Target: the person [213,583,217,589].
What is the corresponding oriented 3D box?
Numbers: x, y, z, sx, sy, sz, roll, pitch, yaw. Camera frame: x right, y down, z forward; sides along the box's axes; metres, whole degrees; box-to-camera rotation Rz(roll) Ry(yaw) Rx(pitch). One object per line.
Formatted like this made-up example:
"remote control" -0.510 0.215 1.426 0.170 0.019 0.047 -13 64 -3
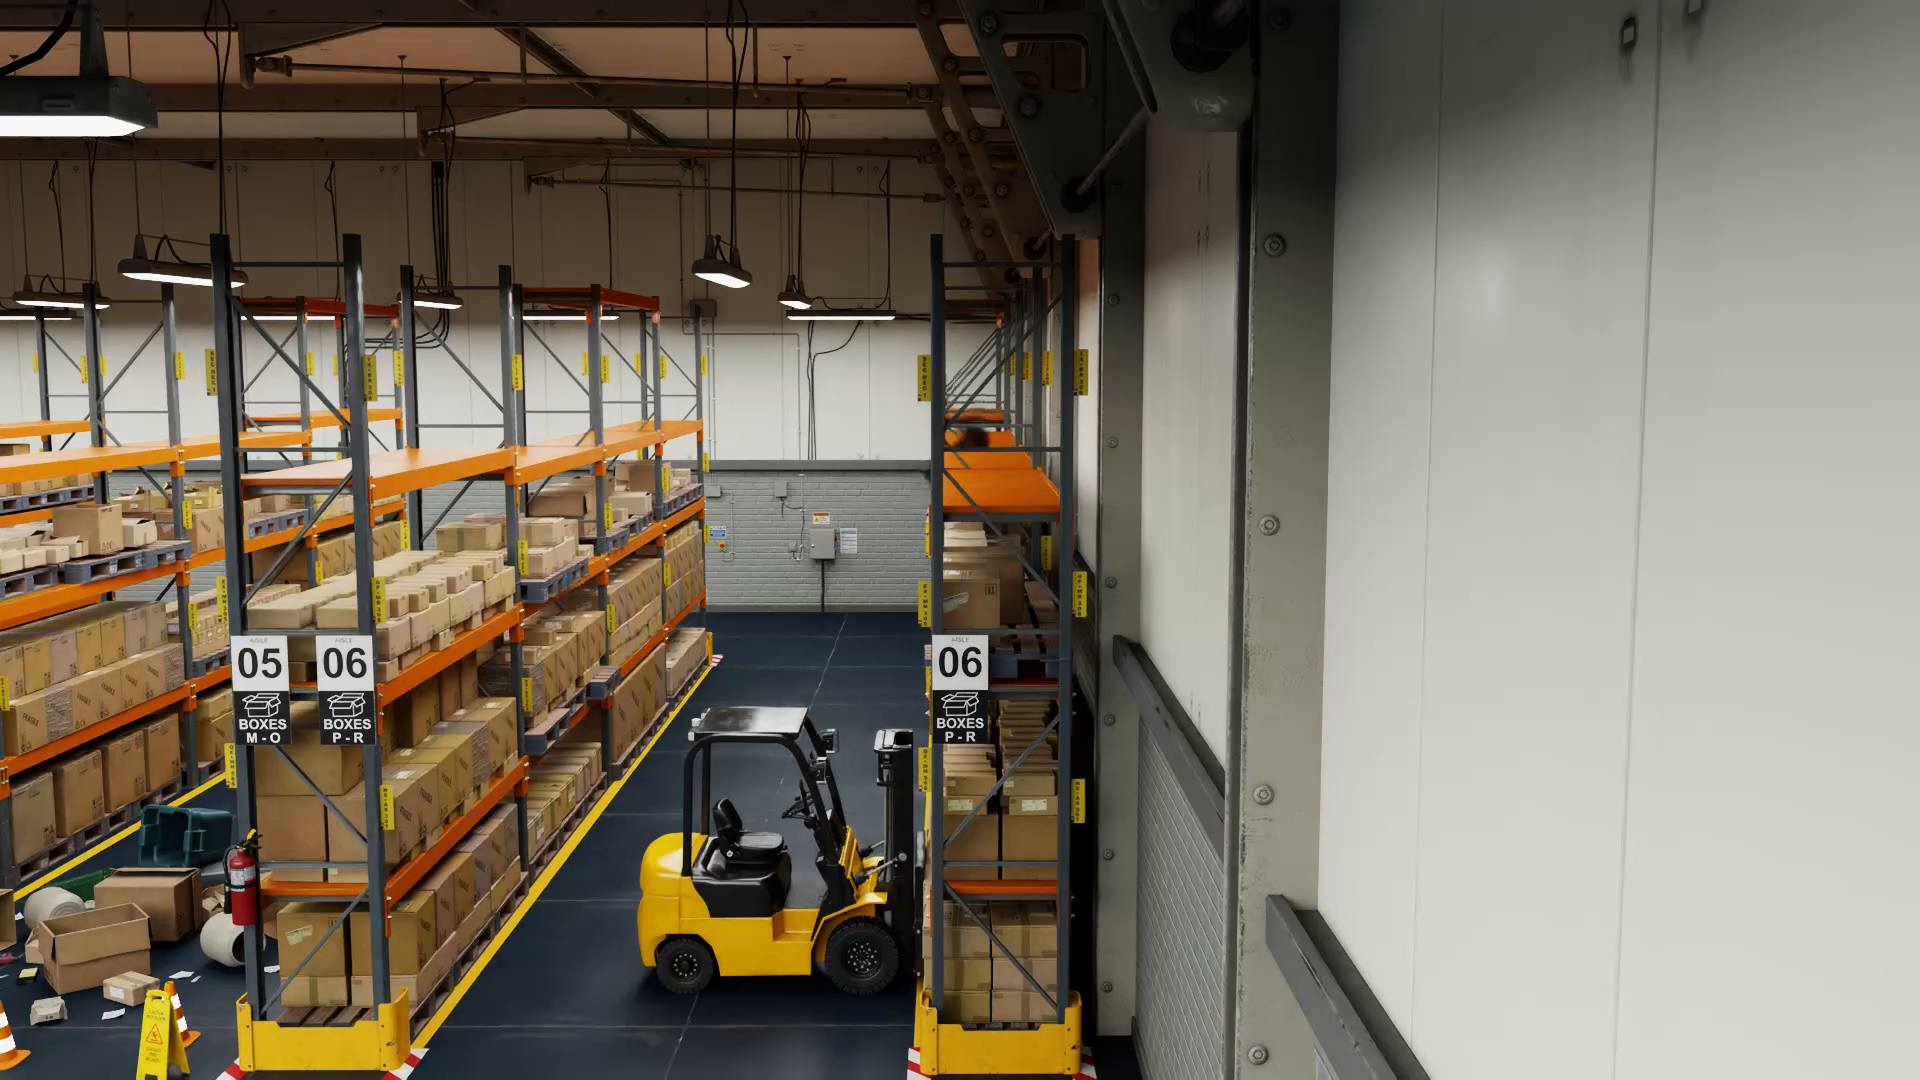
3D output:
"person" -11.424 1.473 25.751 0.618 1.666 0.927 0 6 -4
